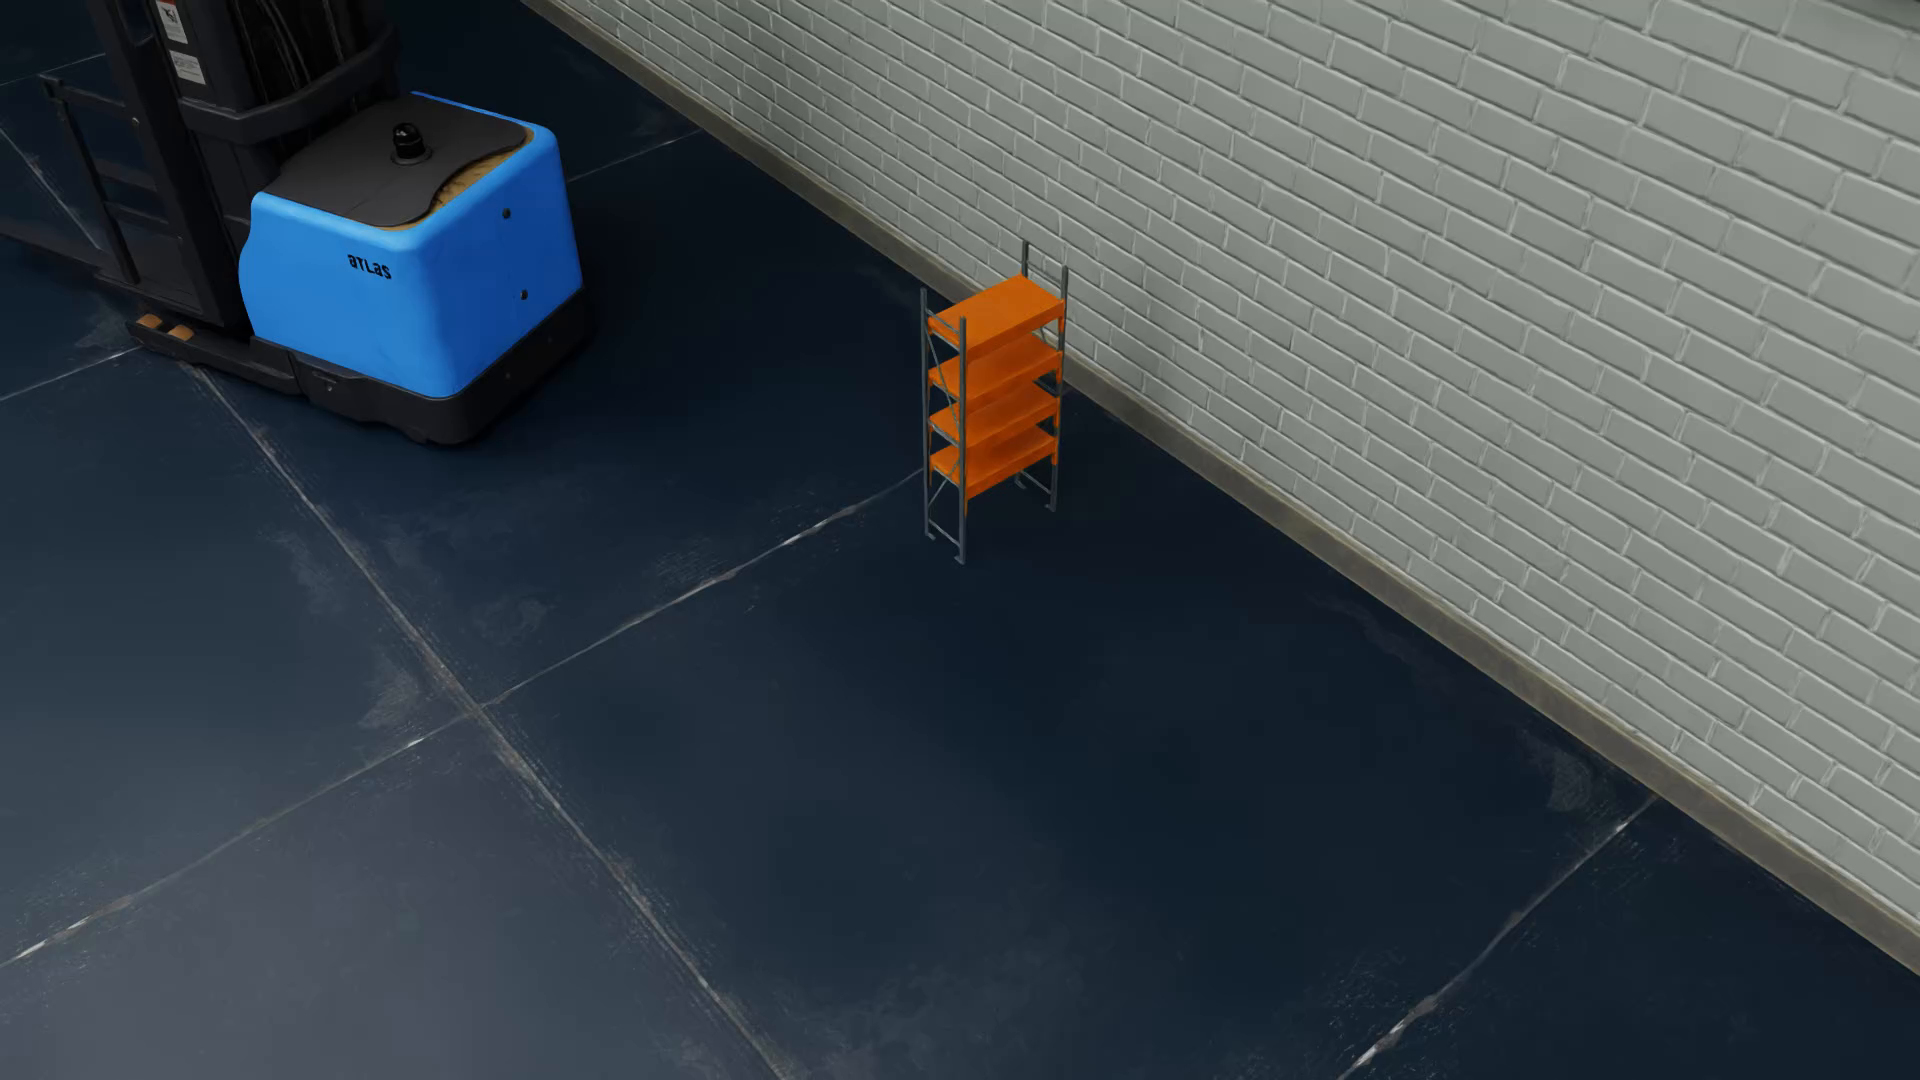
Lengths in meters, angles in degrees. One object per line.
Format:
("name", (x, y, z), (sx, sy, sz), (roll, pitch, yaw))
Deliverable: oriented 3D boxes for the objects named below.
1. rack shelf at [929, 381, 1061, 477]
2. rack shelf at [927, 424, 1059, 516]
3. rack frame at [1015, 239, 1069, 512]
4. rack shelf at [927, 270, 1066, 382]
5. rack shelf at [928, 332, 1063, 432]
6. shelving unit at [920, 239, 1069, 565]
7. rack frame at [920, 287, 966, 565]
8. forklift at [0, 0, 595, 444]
("rack shelf", (0.127, -0.461, 6.463), (0.480, 0.148, 0.258), (-30, 51, -28))
("rack shelf", (0.127, -0.316, 6.599), (0.480, 0.148, 0.258), (-30, 51, -28))
("rack frame", (0.314, -0.617, 6.531), (0.015, 1.200, 0.240), (-30, 51, -28))
("rack shelf", (0.127, -0.796, 6.148), (0.480, 0.148, 0.258), (-30, 51, -28))
("rack shelf", (0.127, -0.624, 6.310), (0.480, 0.148, 0.258), (-30, 51, -28))
("shelving unit", (0.127, -0.510, 6.417), (0.503, 1.200, 0.258), (-30, 51, -28))
("rack frame", (-0.060, -0.403, 6.303), (0.015, 1.200, 0.240), (-30, 51, -28))
("forklift", (-3.245, -2.184, 6.934), (3.031, 2.935, 1.130), (19, 46, 19))
